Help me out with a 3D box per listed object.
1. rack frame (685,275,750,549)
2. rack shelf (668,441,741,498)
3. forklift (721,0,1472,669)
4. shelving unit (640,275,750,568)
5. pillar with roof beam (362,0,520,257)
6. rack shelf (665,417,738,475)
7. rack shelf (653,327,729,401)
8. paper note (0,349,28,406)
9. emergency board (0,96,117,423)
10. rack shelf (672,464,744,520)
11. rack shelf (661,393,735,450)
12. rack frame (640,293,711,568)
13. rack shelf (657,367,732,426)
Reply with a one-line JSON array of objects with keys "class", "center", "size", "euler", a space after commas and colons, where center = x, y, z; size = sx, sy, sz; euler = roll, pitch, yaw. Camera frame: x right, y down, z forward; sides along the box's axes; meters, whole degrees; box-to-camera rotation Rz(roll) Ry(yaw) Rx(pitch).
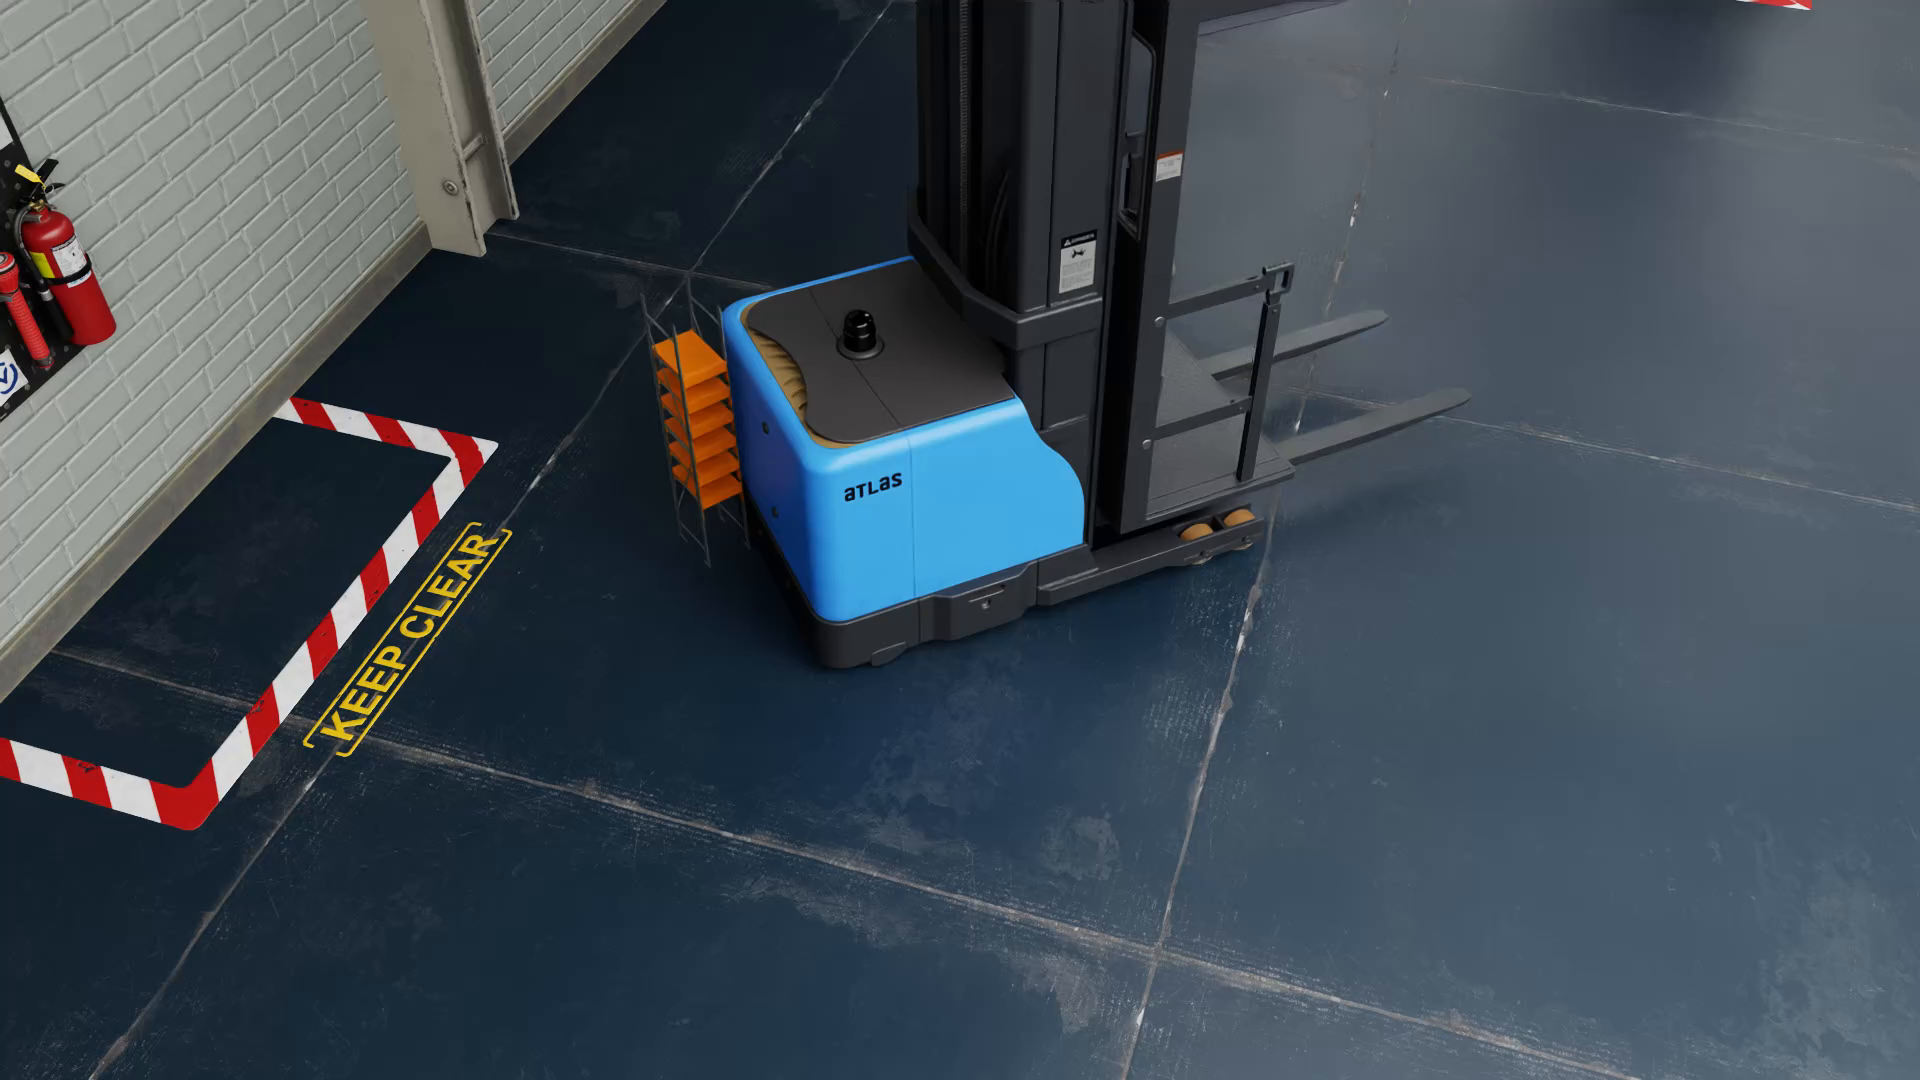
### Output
[{"class": "rack frame", "center": [-0.921, -0.460, 6.363], "size": [0.006, 1.200, 0.240], "euler": [-28, 51, -25]}, {"class": "rack shelf", "center": [-0.994, -0.305, 6.438], "size": [0.180, 0.103, 0.258], "euler": [-28, 51, -25]}, {"class": "forklift", "center": [0.662, -1.269, 5.951], "size": [3.031, 2.935, 1.130], "euler": [-18, 47, -17]}, {"class": "shelving unit", "center": [-0.994, -0.422, 6.323], "size": [0.189, 1.200, 0.258], "euler": [-28, 51, -25]}, {"class": "pillar with roof beam", "center": [1.665, -3.859, 4.259], "size": [9.100, 9.000, 0.400], "euler": [13, 46, 13]}, {"class": "rack shelf", "center": [-0.994, -0.390, 6.355], "size": [0.180, 0.103, 0.258], "euler": [-28, 51, -25]}, {"class": "rack shelf", "center": [-0.994, -0.648, 6.103], "size": [0.180, 0.103, 0.258], "euler": [-28, 51, -25]}, {"class": "paper note", "center": [-3.342, -0.569, 5.817], "size": [0.016, 0.148, 0.142], "euler": [13, 46, 13]}, {"class": "emergency board", "center": [-3.223, -0.987, 5.614], "size": [0.194, 1.169, 0.643], "euler": [13, 46, 13]}, {"class": "rack shelf", "center": [-0.994, -0.219, 6.522], "size": [0.180, 0.103, 0.258], "euler": [-28, 51, -25]}, {"class": "rack shelf", "center": [-0.994, -0.476, 6.271], "size": [0.180, 0.103, 0.258], "euler": [-28, 51, -25]}, {"class": "rack frame", "center": [-1.067, -0.384, 6.284], "size": [0.006, 1.200, 0.240], "euler": [-28, 51, -25]}, {"class": "rack shelf", "center": [-0.994, -0.562, 6.187], "size": [0.180, 0.103, 0.258], "euler": [-28, 51, -25]}]
